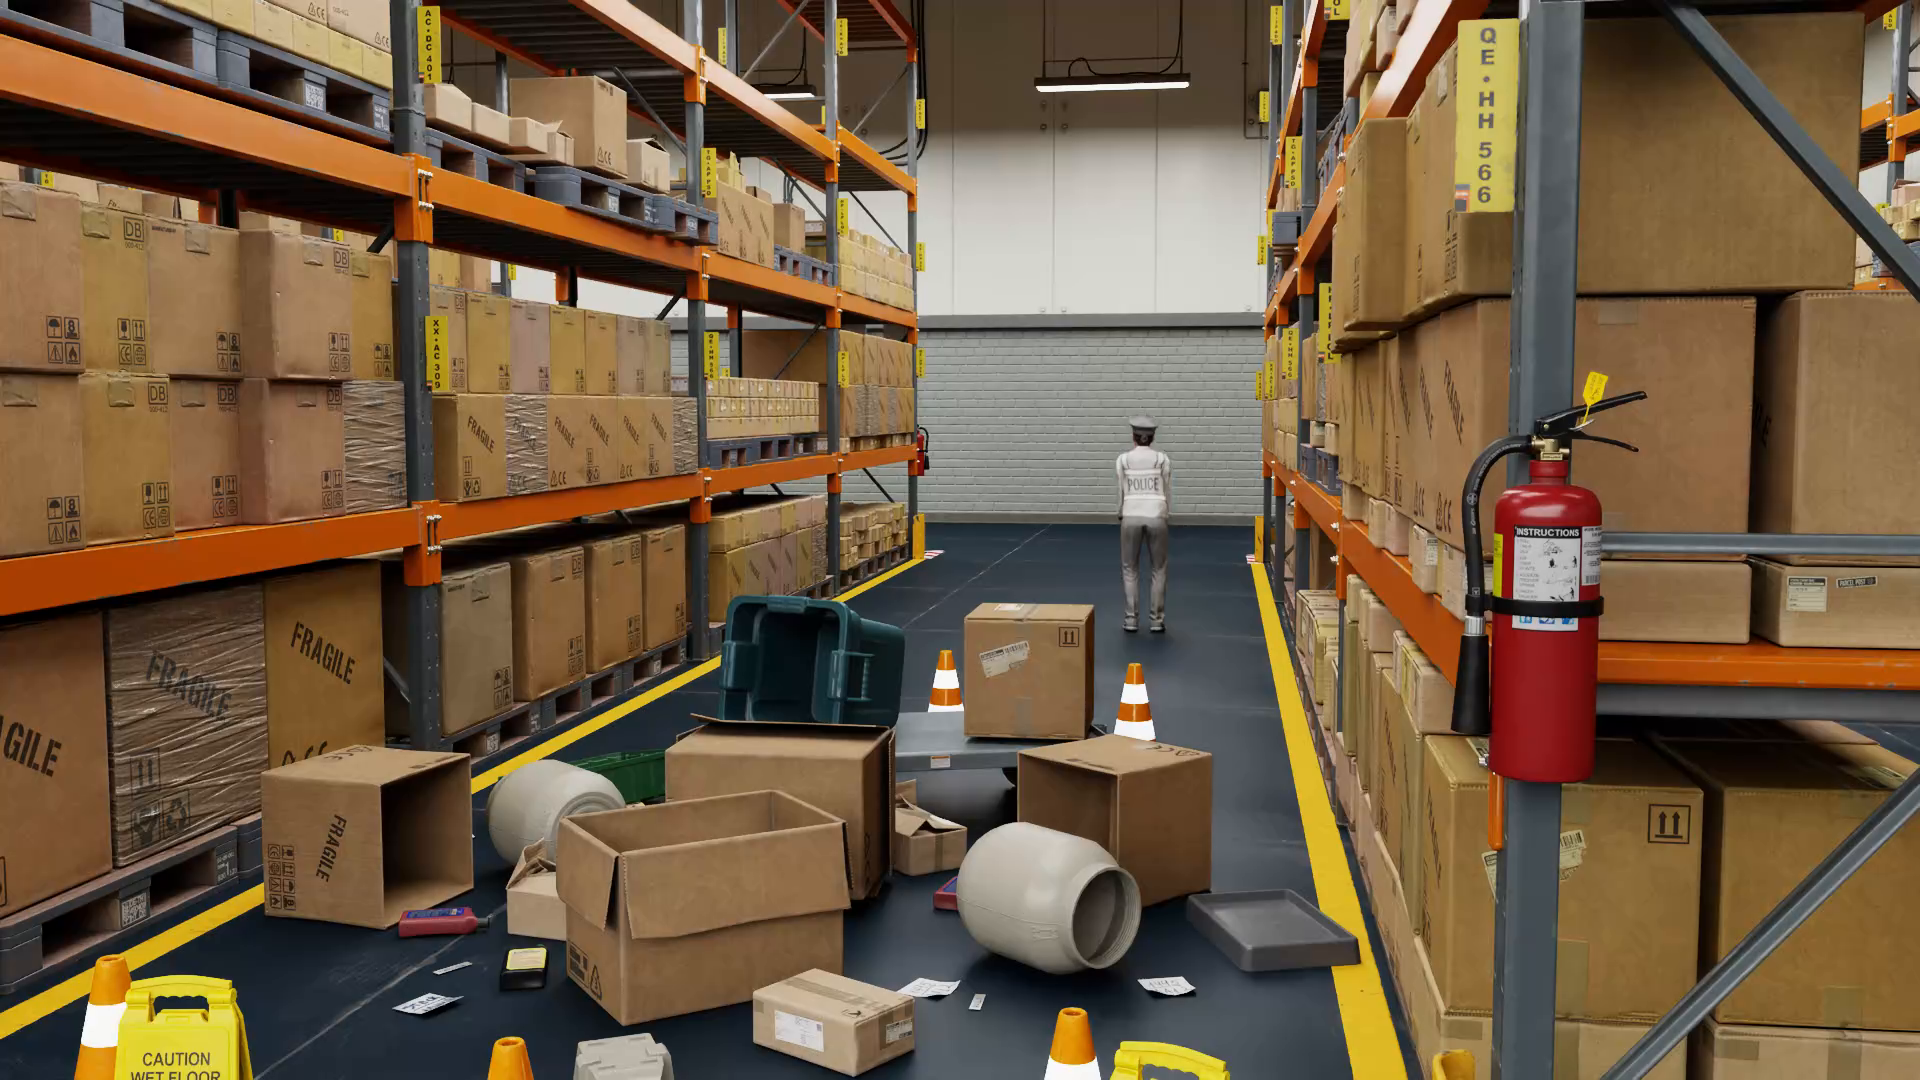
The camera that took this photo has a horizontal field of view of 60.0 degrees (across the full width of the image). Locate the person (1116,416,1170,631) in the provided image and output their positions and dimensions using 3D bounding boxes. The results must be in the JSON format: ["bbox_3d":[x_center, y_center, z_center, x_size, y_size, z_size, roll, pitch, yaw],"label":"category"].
[{"bbox_3d":[1.426,-0.126,12.951,0.416,1.675,0.530,1,5,8],"label":"person"}]
